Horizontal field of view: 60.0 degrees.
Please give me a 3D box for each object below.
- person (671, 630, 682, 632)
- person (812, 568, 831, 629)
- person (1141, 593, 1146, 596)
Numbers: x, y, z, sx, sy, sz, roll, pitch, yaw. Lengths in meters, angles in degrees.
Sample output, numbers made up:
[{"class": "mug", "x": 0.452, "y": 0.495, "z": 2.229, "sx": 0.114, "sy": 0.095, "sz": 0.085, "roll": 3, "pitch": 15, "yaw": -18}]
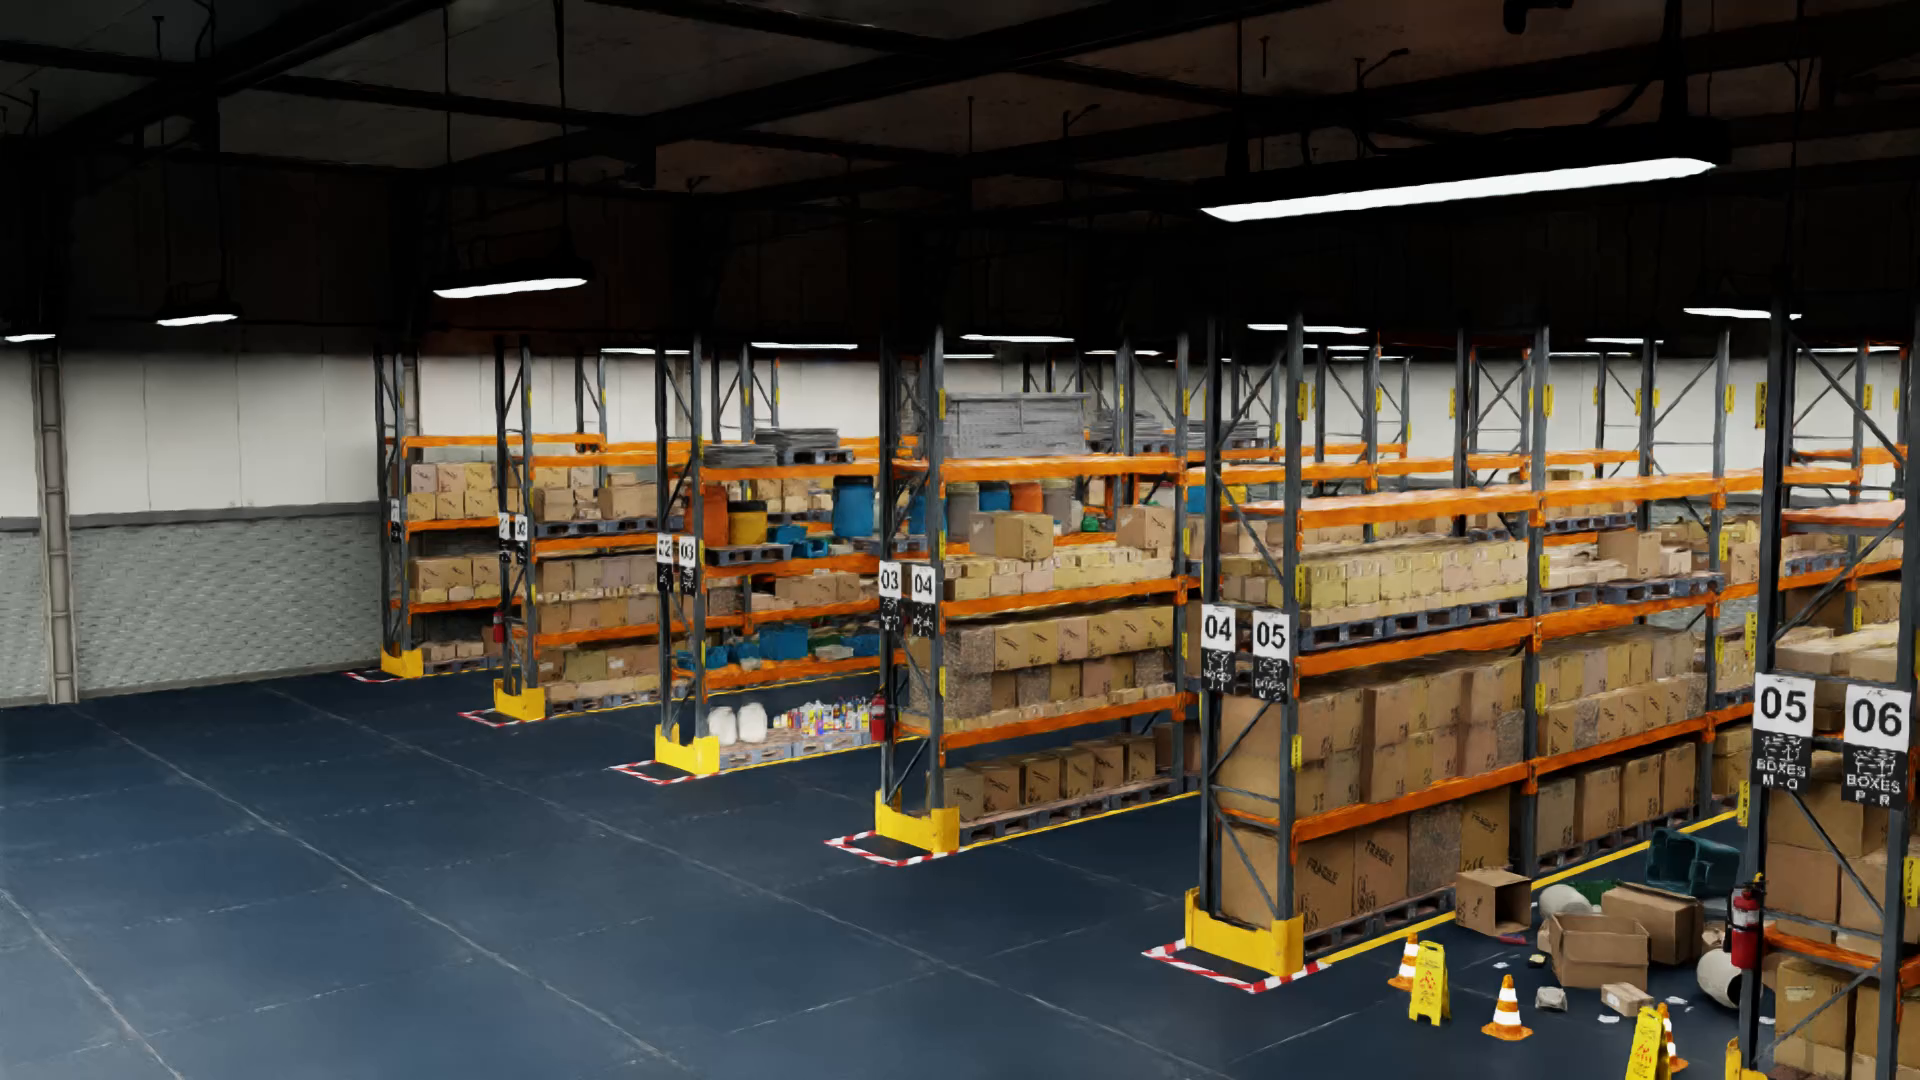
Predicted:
[{"class": "person", "x": -5.280, "y": 1.540, "z": 30.405, "sx": 1.029, "sy": 1.725, "sz": 0.555, "roll": -5, "pitch": 7, "yaw": -41}, {"class": "person", "x": -2.790, "y": 1.125, "z": 34.358, "sx": 0.468, "sy": 1.794, "sz": 0.625, "roll": 2, "pitch": 6, "yaw": 23}, {"class": "person", "x": 4.205, "y": 0.687, "z": 39.428, "sx": 0.752, "sy": 1.759, "sz": 0.550, "roll": -1, "pitch": 5, "yaw": -7}]
